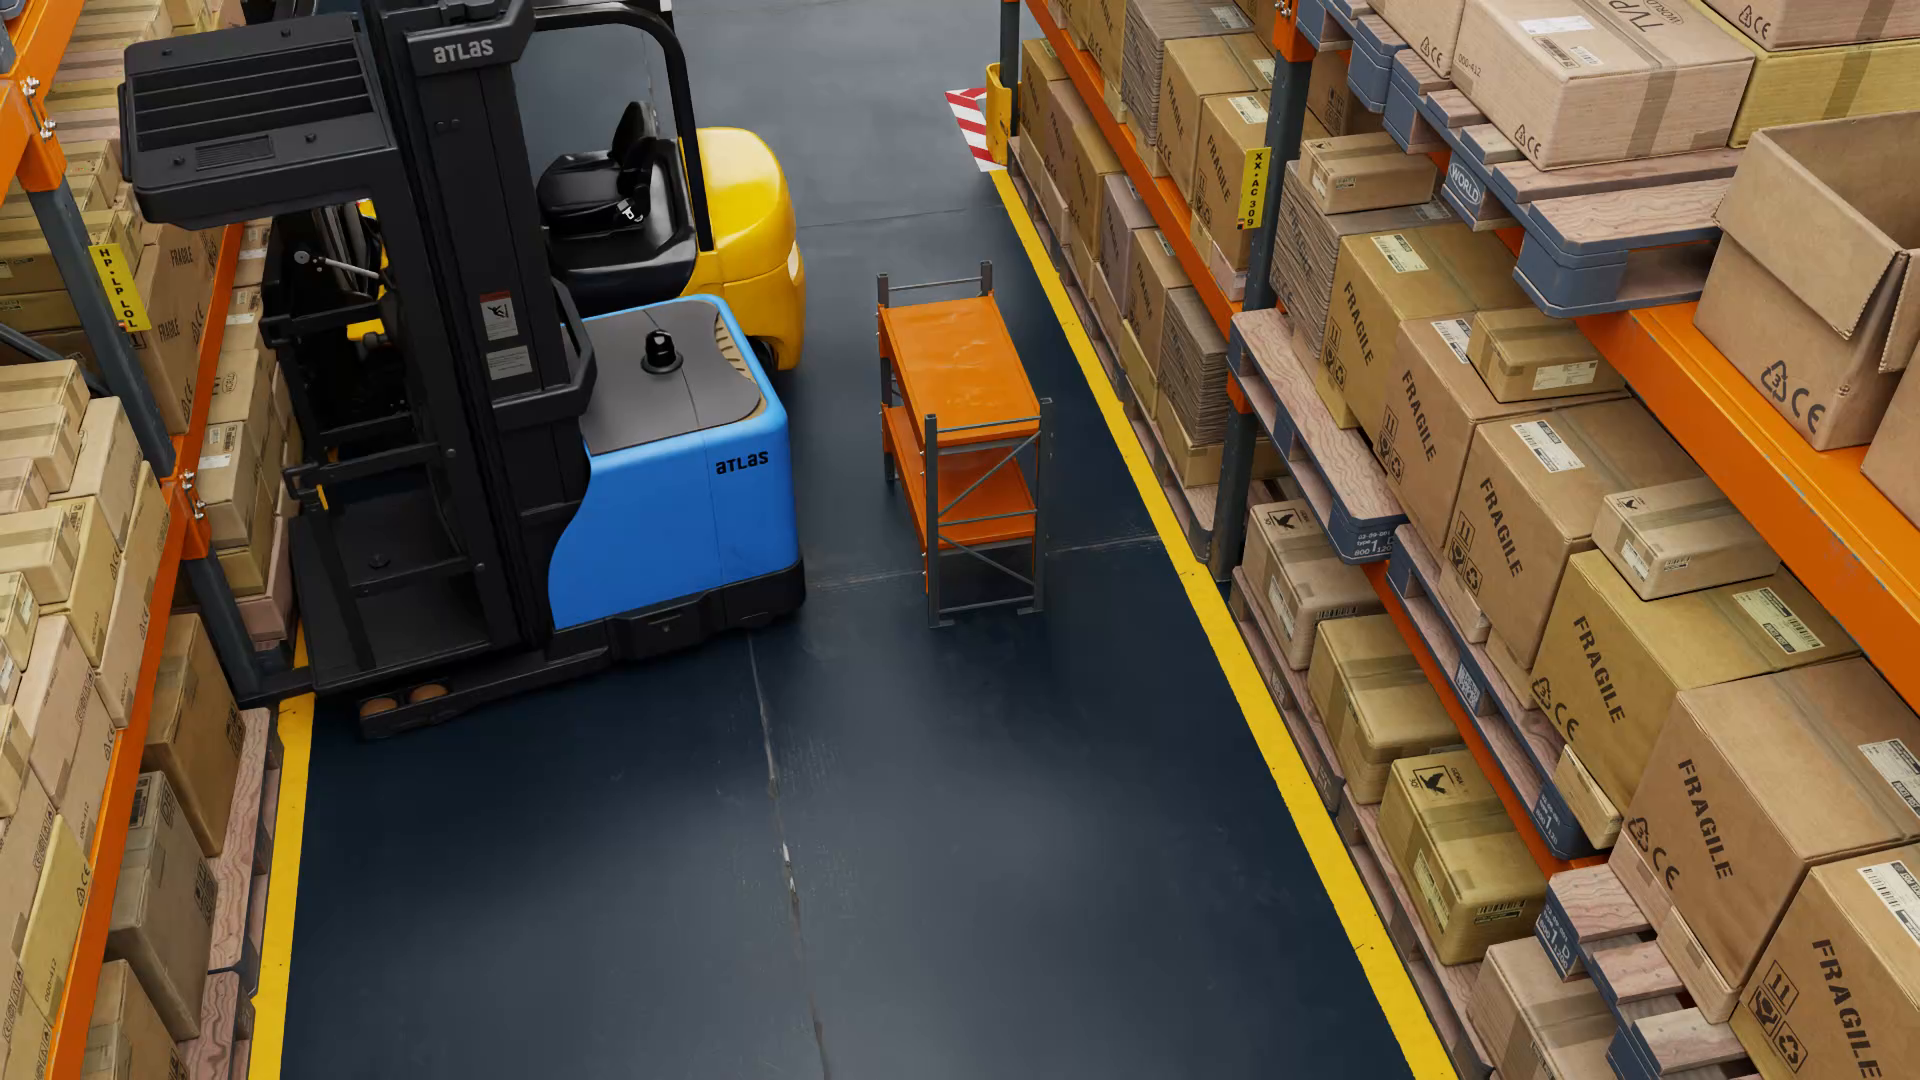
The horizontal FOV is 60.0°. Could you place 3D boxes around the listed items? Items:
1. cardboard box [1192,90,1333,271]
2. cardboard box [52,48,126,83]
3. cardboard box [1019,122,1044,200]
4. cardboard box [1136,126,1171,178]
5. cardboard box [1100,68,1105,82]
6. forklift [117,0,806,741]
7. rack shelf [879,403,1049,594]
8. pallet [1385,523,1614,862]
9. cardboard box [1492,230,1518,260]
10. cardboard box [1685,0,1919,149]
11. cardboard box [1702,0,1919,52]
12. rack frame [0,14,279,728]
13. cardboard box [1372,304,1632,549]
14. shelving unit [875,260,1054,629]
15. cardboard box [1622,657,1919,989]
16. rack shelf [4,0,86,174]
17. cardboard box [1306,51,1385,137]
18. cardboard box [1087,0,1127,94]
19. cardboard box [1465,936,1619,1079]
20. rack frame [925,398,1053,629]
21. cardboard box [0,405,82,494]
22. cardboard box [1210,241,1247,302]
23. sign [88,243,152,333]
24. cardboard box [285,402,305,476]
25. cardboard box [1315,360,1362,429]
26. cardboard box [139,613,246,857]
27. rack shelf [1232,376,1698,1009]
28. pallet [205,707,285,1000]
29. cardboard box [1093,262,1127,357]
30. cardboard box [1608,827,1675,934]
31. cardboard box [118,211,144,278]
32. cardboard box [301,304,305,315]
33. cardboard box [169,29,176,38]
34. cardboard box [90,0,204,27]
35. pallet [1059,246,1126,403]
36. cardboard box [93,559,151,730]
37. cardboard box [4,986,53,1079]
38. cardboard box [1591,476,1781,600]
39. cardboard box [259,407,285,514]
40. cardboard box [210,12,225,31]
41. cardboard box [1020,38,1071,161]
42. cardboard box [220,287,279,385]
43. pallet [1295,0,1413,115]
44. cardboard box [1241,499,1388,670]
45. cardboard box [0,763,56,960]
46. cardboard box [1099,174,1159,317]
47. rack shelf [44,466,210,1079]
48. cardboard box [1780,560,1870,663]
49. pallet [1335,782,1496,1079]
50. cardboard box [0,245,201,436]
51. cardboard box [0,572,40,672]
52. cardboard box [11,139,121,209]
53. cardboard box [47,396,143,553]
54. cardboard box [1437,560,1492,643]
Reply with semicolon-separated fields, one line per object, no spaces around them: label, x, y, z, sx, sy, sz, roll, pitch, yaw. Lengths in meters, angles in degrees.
cardboard box;1.263;-1.439;6.594;0.500;0.500;0.500;-9;42;-10
cardboard box;-3.379;-1.789;6.499;0.380;0.149;0.250;-9;42;-9
cardboard box;0.642;-2.197;9.503;0.500;0.250;0.500;-9;42;-10
cardboard box;1.012;-1.767;7.452;0.380;0.149;0.250;-9;42;-10
cardboard box;0.898;-2.270;8.019;0.380;0.149;0.250;-9;42;-10
forklift;-2.230;-0.704;6.117;3.031;2.935;1.130;-15;44;-16
rack shelf;0.001;-0.233;7.316;0.538;0.278;1.000;-8;42;-9
pallet;1.998;0.349;5.024;1.003;0.211;1.213;-8;42;-9
cardboard box;2.034;-0.756;5.509;0.500;0.500;0.500;-8;42;-9
cardboard box;2.082;-1.244;4.211;0.500;0.250;0.500;-8;42;-9
cardboard box;2.093;-1.432;4.046;0.500;0.250;0.500;-8;42;-9
rack frame;-3.244;-0.325;5.638;1.000;3.000;0.127;-8;42;-9
cardboard box;1.625;-0.352;5.053;0.500;0.500;0.500;-9;42;-10
shelving unit;0.001;-0.416;7.153;0.538;1.125;1.048;-8;42;-9
cardboard box;1.973;0.660;3.913;0.500;0.500;0.500;-9;42;-10
rack shelf;-3.676;-2.474;6.342;1.077;0.370;4.000;-8;42;-9
cardboard box;1.718;-1.877;6.334;0.700;0.500;0.500;-9;42;-10
cardboard box;0.913;-2.439;7.721;0.500;0.500;0.500;-9;42;-10
cardboard box;2.186;1.535;5.206;0.950;0.372;0.625;-9;42;-10
rack frame;0.111;-0.087;6.782;0.500;1.125;0.032;-8;42;-9
cardboard box;-2.880;-0.250;4.990;0.380;0.149;0.250;-9;42;-10
cardboard box;1.235;-1.109;6.711;0.380;0.149;0.250;-9;42;-10
sign;-2.716;-0.812;5.375;0.100;0.325;0.005;-8;42;-9
cardboard box;-3.276;-0.472;7.559;0.500;0.250;0.500;-8;42;-9
cardboard box;1.458;-0.535;5.748;0.380;0.149;0.250;-8;42;-8
cardboard box;-3.121;0.743;5.908;0.875;0.625;0.625;-7;42;-7
rack shelf;2.033;0.527;5.220;1.077;0.370;4.000;-8;42;-9
pallet;-3.047;1.190;6.032;1.003;0.211;1.213;-8;42;-9
cardboard box;0.982;-1.186;8.363;0.500;0.250;0.500;-8;42;-9
cardboard box;1.891;0.828;4.212;0.380;0.149;0.250;-10;43;-11
cardboard box;-3.114;-1.017;5.854;0.380;0.149;0.250;-7;42;-8
cardboard box;-3.468;-1.304;8.120;0.500;0.250;0.500;-9;42;-10
cardboard box;-3.493;-2.010;6.973;0.380;0.149;0.250;-9;42;-10
cardboard box;-3.451;-2.294;7.068;0.380;0.149;0.250;-8;42;-8
pallet;1.155;-1.218;8.745;1.003;0.211;1.213;-8;42;-9
cardboard box;-2.766;0.346;4.996;0.500;0.250;0.500;-9;42;-10
cardboard box;-2.460;1.342;3.874;0.500;0.250;0.500;-10;42;-11
cardboard box;1.836;-0.014;4.184;0.380;0.149;0.250;-10;43;-11
cardboard box;-3.158;-0.324;7.016;0.500;0.250;0.500;-9;42;-10
cardboard box;-3.531;-2.004;7.454;0.500;0.500;0.500;-9;42;-10
cardboard box;0.648;-2.463;9.236;0.500;0.500;0.500;-10;43;-11
cardboard box;-3.261;-0.840;7.220;0.500;0.250;0.500;-7;42;-8
pallet;1.631;-1.675;5.041;1.213;0.211;1.003;-8;42;-9
cardboard box;1.717;0.127;6.792;0.950;0.372;0.625;-8;42;-9
cardboard box;-2.575;0.820;4.084;0.500;0.250;0.500;-8;42;-9
cardboard box;0.989;-1.453;8.099;0.500;0.500;0.500;-6;42;-7
rack shelf;-2.813;1.241;4.416;1.077;0.370;4.000;-8;42;-9
cardboard box;2.353;0.244;4.382;0.500;0.500;0.500;-8;42;-9
pallet;2.038;1.301;5.907;1.003;0.211;1.213;-8;42;-9
cardboard box;-3.085;-0.687;5.971;0.500;0.500;0.500;-9;42;-10
cardboard box;-2.697;0.246;4.431;0.380;0.149;0.250;-9;42;-10
cardboard box;-3.232;-1.286;5.933;0.380;0.149;0.250;-9;42;-10
cardboard box;-2.889;-0.174;5.205;0.500;0.250;0.500;-9;42;-10
cardboard box;1.667;0.151;4.975;0.380;0.149;0.250;-7;42;-8
